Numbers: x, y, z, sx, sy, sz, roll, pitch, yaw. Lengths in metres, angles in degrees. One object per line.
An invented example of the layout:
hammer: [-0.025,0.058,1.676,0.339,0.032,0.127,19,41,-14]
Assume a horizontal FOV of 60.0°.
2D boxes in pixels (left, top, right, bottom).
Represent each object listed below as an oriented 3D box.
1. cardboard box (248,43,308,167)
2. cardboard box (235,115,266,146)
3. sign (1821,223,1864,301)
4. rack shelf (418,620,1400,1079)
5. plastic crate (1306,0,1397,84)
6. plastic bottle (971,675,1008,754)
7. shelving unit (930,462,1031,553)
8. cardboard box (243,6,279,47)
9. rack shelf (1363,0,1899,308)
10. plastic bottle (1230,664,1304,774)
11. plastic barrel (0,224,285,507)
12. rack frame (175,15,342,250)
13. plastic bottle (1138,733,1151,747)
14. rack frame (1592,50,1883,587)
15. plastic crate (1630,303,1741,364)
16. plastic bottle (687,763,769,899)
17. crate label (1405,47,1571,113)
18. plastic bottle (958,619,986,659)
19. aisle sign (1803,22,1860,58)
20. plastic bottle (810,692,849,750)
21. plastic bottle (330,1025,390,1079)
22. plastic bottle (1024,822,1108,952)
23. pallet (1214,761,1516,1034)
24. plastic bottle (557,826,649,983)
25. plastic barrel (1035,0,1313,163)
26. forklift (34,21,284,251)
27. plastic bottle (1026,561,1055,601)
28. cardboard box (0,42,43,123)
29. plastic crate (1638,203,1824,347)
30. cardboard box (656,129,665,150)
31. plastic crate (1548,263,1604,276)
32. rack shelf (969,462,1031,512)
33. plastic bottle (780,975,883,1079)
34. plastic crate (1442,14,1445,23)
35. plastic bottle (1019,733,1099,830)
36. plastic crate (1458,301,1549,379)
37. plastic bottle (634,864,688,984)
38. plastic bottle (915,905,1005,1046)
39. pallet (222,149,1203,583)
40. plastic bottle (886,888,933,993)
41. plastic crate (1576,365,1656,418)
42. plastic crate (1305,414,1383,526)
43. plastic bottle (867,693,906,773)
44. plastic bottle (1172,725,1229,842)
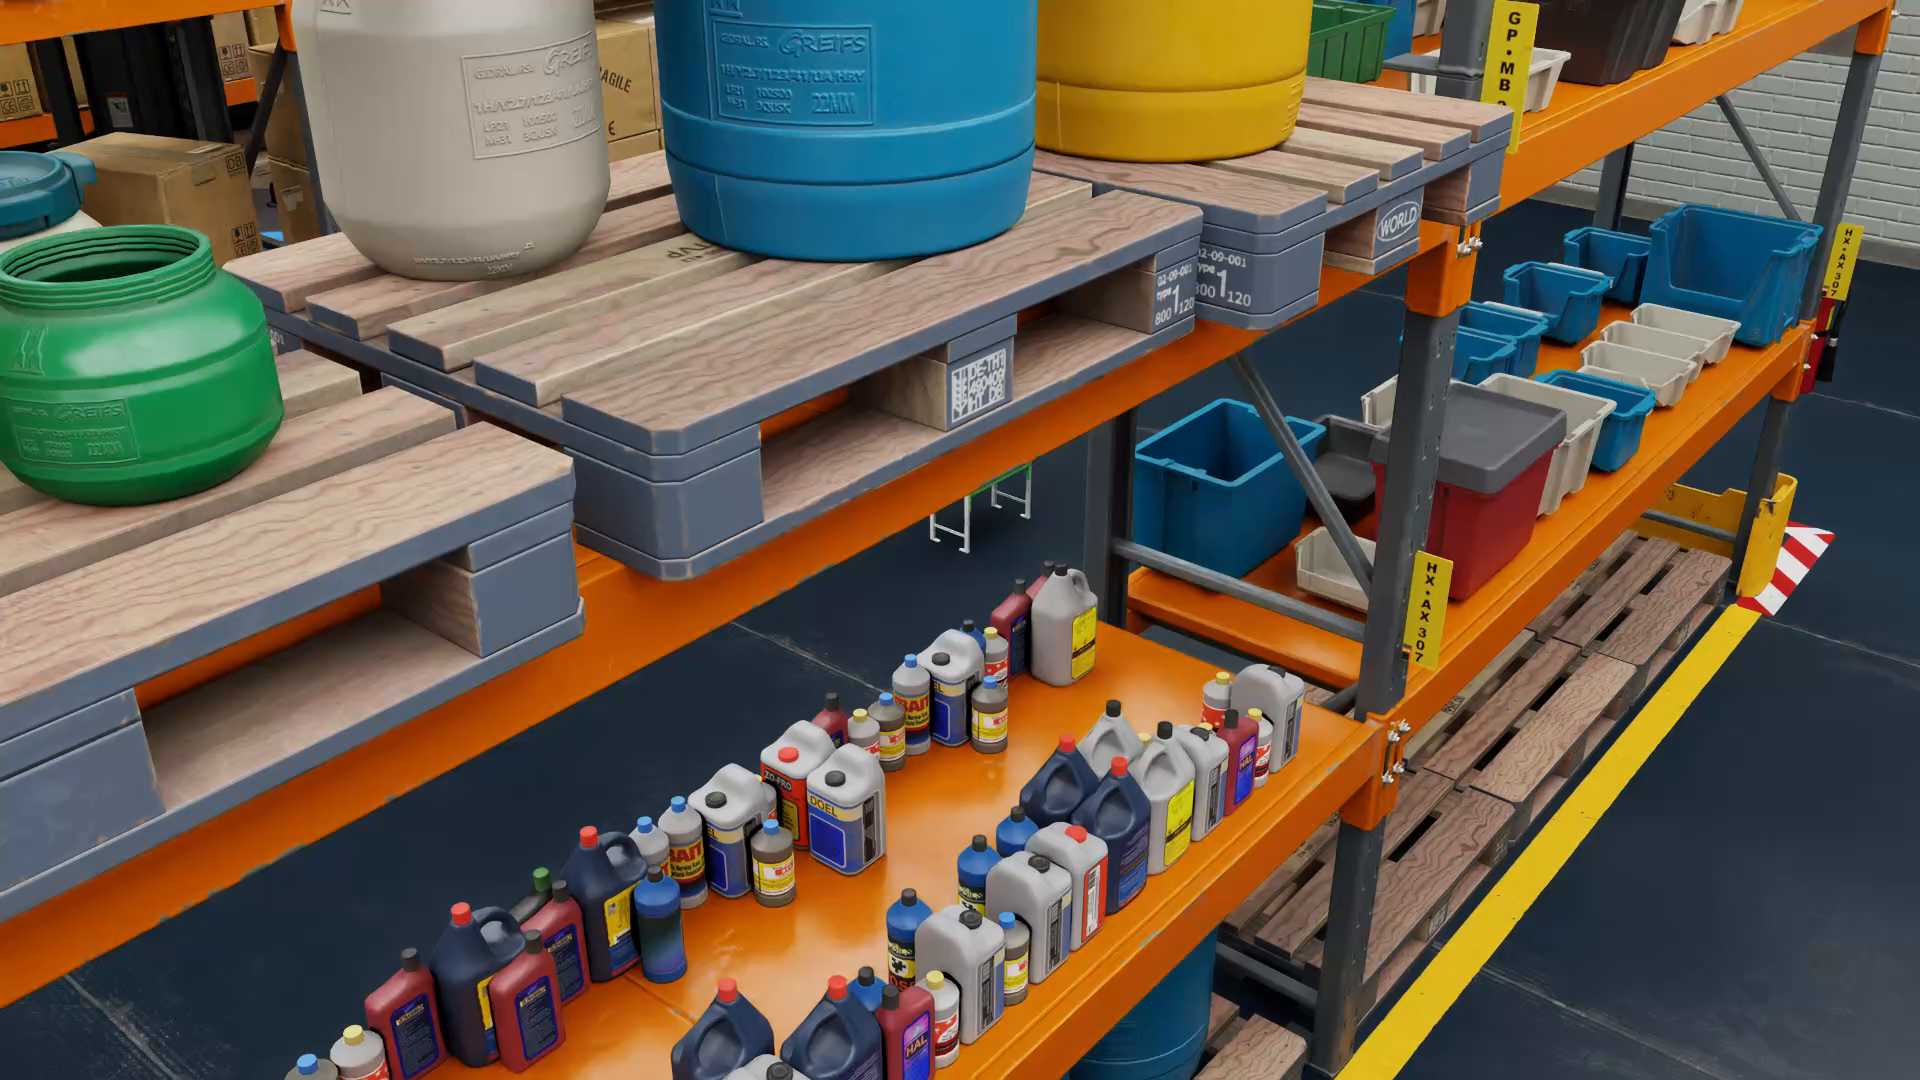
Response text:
cardboard box: [-2.907,-2.045,7.742,0.500,0.500,0.500,21,34,35]
cardboard box: [-5.234,-3.088,12.512,0.380,0.149,0.250,21,34,35]
sign: [3.769,-1.189,7.105,0.100,0.325,0.005,21,34,34]
rack shelf: [-0.482,1.176,3.496,1.077,0.370,4.000,21,34,34]
plastic crate: [0.827,-1.330,4.522,0.450,0.188,0.662,21,34,34]
plastic bottle: [0.077,0.448,4.336,0.097,0.201,0.097,0,27,0]
shelving unit: [0.105,-0.592,8.088,0.258,1.200,0.503,21,34,34]
cardboard box: [-5.081,-3.855,12.110,0.980,0.700,0.700,20,34,34]
rack shelf: [2.063,-1.575,5.548,1.077,0.370,4.000,21,34,34]
plastic bottle: [0.789,0.436,4.277,0.152,0.276,0.135,21,34,34]
plastic barrel: [-0.902,-0.193,1.806,0.294,0.245,0.294,0,27,0]
rack frame: [-3.029,-1.302,7.502,1.000,3.000,0.127,21,34,34]
plastic bottle: [0.449,0.569,4.101,0.097,0.201,0.097,0,27,0]
rack frame: [3.335,-1.271,7.442,1.000,3.000,0.127,21,34,34]
plastic crate: [2.956,-0.839,6.828,0.396,0.136,0.243,21,34,34]
plastic bottle: [-0.534,0.666,3.834,0.152,0.276,0.135,21,34,34]
crate label: [1.325,-1.157,4.244,0.293,0.136,0.466,21,34,34]
plastic bottle: [0.022,0.338,4.473,0.097,0.271,0.097,0,27,0]
aisle sign: [3.607,-2.366,6.729,0.394,0.787,0.004,21,34,34]
plastic bottle: [-0.337,0.519,4.109,0.061,0.283,0.133,21,34,34]
plastic bottle: [-1.158,1.026,3.217,0.097,0.201,0.097,0,27,0]
plastic bottle: [0.236,0.745,3.681,0.152,0.276,0.135,21,34,34]
pallet: [1.228,1.114,5.868,1.003,0.211,1.213,21,34,34]
plastic bottle: [-0.763,0.757,3.576,0.144,0.351,0.185,21,34,34]
plastic barrel: [0.367,-1.072,3.132,0.600,0.588,0.600,0,27,0]
forklift: [-5.024,-2.222,9.356,3.031,2.935,1.130,-2,27,-4]
plastic bottle: [0.228,0.204,4.718,0.061,0.283,0.133,21,34,34]
cardboard box: [-6.497,-3.069,10.592,0.980,0.700,0.700,21,34,35]
plastic crate: [3.266,-1.140,7.086,0.616,0.435,0.499,21,34,34]
cardboard box: [-1.529,-1.987,8.718,0.500,0.500,0.500,20,34,34]
plastic crate: [2.656,-1.100,7.333,0.250,0.136,0.298,21,34,34]
rack shelf: [0.105,-0.322,8.227,0.258,0.148,0.480,21,34,34]
plastic bottle: [-0.242,0.981,3.143,0.144,0.351,0.185,21,34,34]
plastic crate: [1.687,-1.855,5.436,0.437,0.282,0.530,21,34,34]
plastic bottle: [0.229,0.614,3.852,0.144,0.351,0.185,21,34,34]
plastic crate: [2.086,-0.765,6.582,0.416,0.233,0.300,21,34,34]
plastic bottle: [-0.642,0.812,3.556,0.097,0.271,0.097,0,27,0]
plastic bottle: [0.003,0.875,3.430,0.152,0.276,0.135,21,34,34]
pallet: [-0.352,-0.392,2.684,1.003,0.211,1.213,21,34,34]
plastic bottle: [-0.105,0.847,3.488,0.097,0.271,0.097,0,27,0]
plastic crate: [2.428,-0.524,6.220,0.298,0.136,0.250,21,34,34]
plastic crate: [1.295,-0.233,5.669,0.437,0.125,0.590,21,34,34]
plastic bottle: [-0.188,0.486,4.263,0.097,0.201,0.097,0,27,0]
plastic bottle: [0.557,0.566,4.026,0.152,0.276,0.135,21,34,34]
